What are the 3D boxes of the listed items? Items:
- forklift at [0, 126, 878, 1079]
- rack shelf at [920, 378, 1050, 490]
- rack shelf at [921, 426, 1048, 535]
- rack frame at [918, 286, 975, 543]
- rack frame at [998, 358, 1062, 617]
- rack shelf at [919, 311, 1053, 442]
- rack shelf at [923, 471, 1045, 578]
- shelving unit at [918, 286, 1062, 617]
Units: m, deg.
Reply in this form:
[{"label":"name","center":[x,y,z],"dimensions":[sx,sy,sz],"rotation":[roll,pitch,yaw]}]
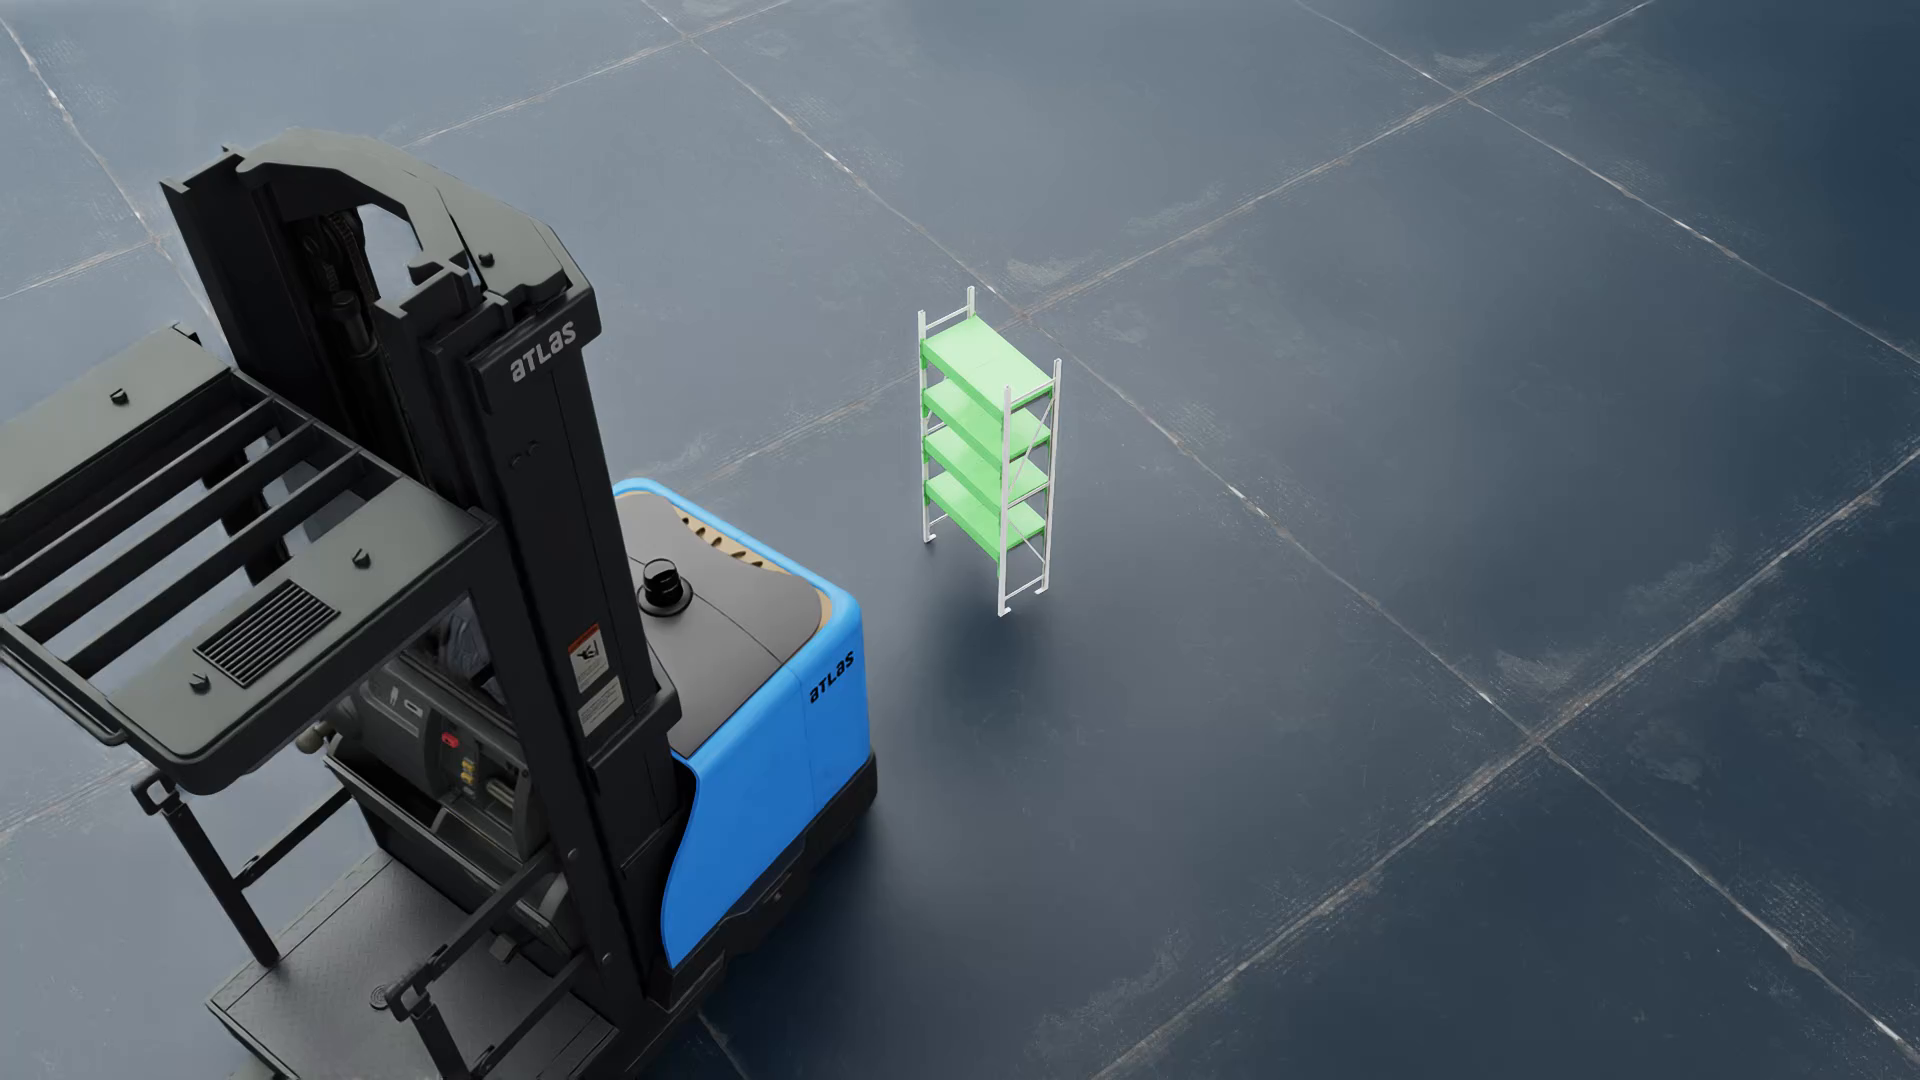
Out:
[{"label":"forklift","center":[-1.566,0.597,4.230],"dimensions":[1.130,2.935,3.031],"rotation":[29,54,23]},{"label":"rack shelf","center":[0.100,-0.424,6.085],"dimensions":[0.258,0.148,0.480],"rotation":[-29,54,-24]},{"label":"rack shelf","center":[0.100,-0.262,6.263],"dimensions":[0.258,0.148,0.480],"rotation":[-29,54,-24]},{"label":"rack frame","center":[-0.048,-0.449,6.346],"dimensions":[0.240,1.200,0.015],"rotation":[-29,54,-24]},{"label":"rack frame","center":[0.248,-0.162,6.085],"dimensions":[0.240,1.200,0.015],"rotation":[-29,54,-24]},{"label":"rack shelf","center":[0.100,-0.585,5.908],"dimensions":[0.258,0.148,0.480],"rotation":[-29,54,-24]},{"label":"rack shelf","center":[0.100,-0.101,6.441],"dimensions":[0.258,0.148,0.480],"rotation":[-29,54,-24]},{"label":"shelving unit","center":[0.100,-0.305,6.216],"dimensions":[0.258,1.200,0.503],"rotation":[-29,54,-24]}]
